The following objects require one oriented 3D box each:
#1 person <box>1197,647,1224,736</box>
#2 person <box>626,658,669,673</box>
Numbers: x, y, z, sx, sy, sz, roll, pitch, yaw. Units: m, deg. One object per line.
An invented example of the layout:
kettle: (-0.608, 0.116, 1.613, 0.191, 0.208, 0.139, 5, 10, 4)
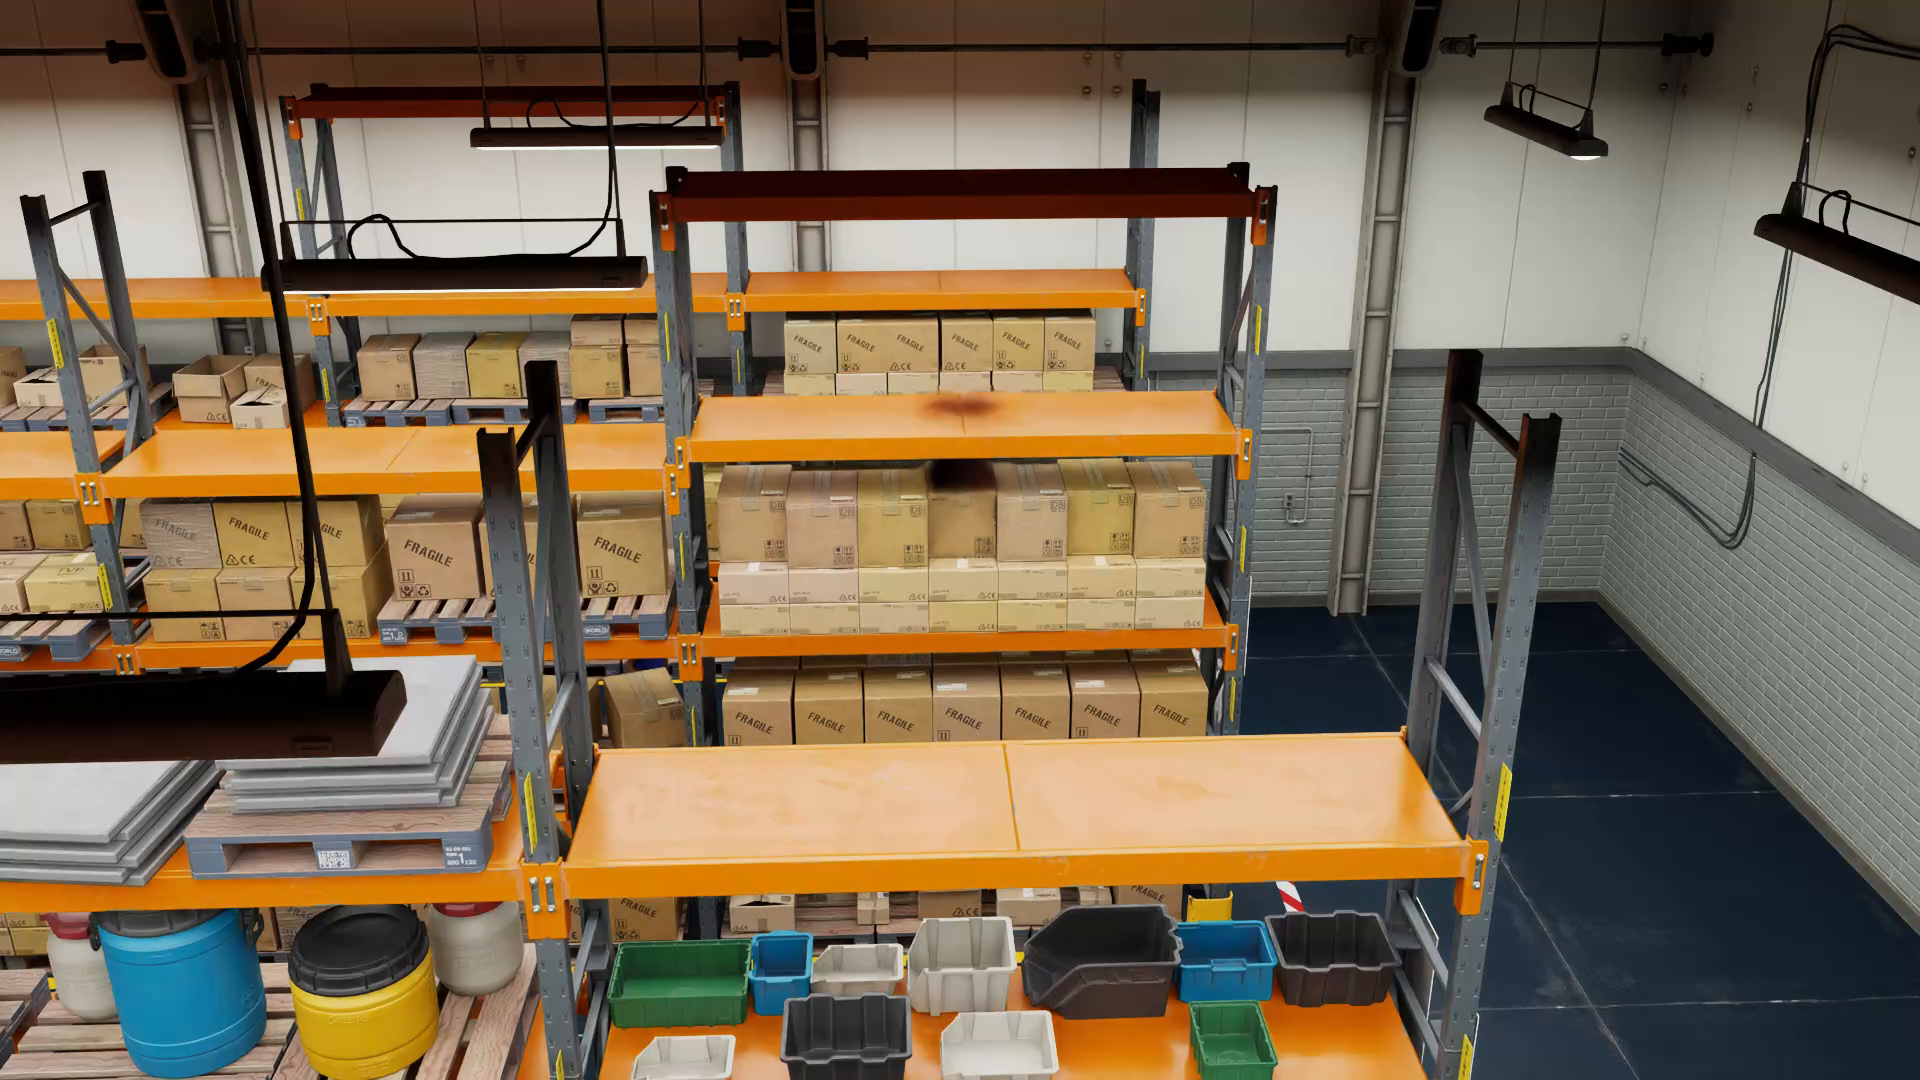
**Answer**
person: (2.252, 1.617, 14.923, 0.524, 1.641, 0.970, -18, 28, -37)
person: (-2.904, 1.342, 15.657, 0.441, 1.646, 0.466, 18, 28, 37)
